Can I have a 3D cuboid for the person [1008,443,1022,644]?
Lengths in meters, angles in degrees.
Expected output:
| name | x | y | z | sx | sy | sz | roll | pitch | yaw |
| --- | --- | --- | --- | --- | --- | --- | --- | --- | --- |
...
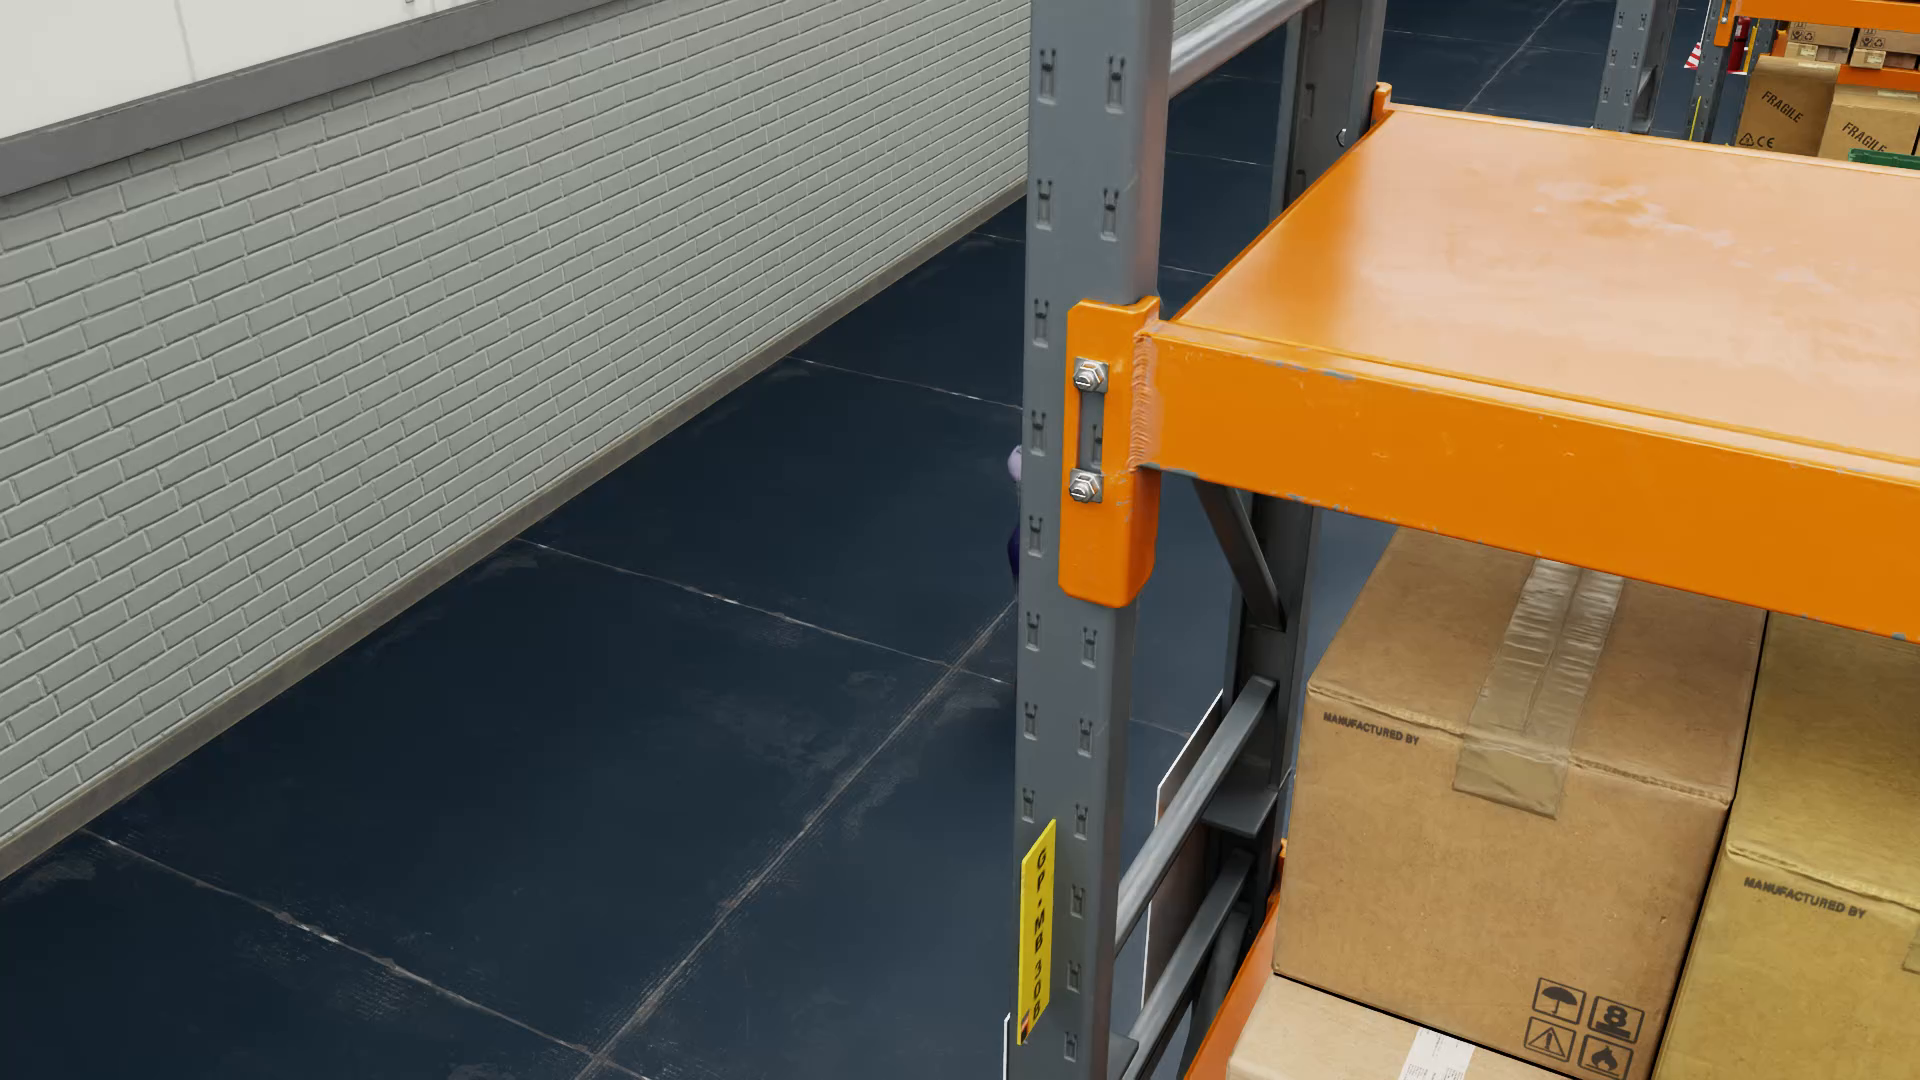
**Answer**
| name | x | y | z | sx | sy | sz | roll | pitch | yaw |
| --- | --- | --- | --- | --- | --- | --- | --- | --- | --- |
| person | 0.485 | 0.057 | 8.198 | 0.474 | 1.650 | 0.503 | 23 | 37 | 34 |
